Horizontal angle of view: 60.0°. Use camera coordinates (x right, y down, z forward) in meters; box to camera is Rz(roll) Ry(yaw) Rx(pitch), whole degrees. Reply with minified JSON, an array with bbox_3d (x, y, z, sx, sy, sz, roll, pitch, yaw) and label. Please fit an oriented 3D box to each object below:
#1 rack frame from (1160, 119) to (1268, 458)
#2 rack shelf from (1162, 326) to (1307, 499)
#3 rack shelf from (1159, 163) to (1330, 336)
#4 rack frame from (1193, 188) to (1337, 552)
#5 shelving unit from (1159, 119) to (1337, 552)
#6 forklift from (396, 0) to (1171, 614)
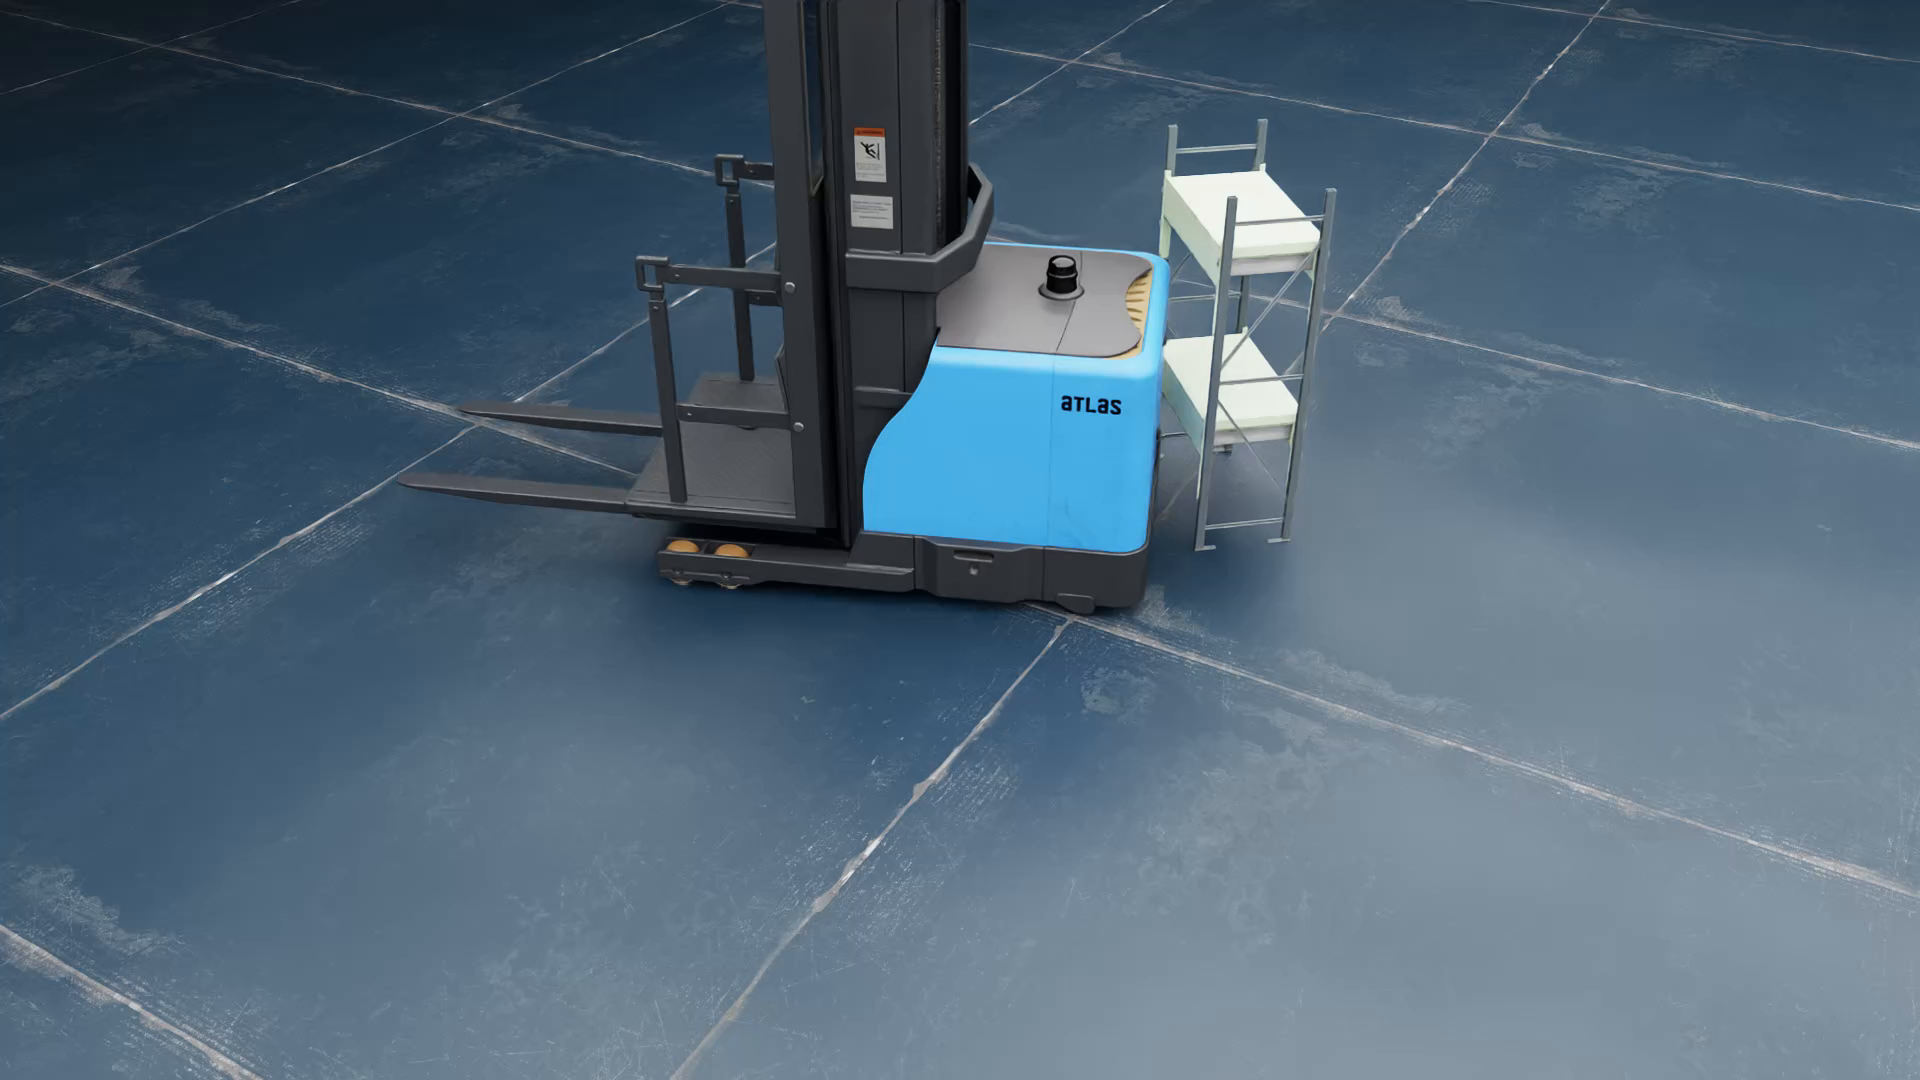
[{"bbox_3d":[1.006,-1.002,6.901,0.400,1.500,0.023,-6,34,-9],"label":"rack frame"},{"bbox_3d":[1.072,-0.531,6.782,0.431,0.370,0.720,-6,34,-9],"label":"rack shelf"},{"bbox_3d":[1.074,-1.127,6.385,0.431,0.370,0.720,-6,34,-9],"label":"rack shelf"},{"bbox_3d":[1.140,-0.603,6.302,0.400,1.500,0.023,-6,34,-9],"label":"rack frame"},{"bbox_3d":[1.073,-0.802,6.601,0.431,1.500,0.755,-6,34,-9],"label":"shelving unit"},{"bbox_3d":[-0.728,-1.318,6.084,3.031,2.935,1.130,5,34,8],"label":"forklift"}]
